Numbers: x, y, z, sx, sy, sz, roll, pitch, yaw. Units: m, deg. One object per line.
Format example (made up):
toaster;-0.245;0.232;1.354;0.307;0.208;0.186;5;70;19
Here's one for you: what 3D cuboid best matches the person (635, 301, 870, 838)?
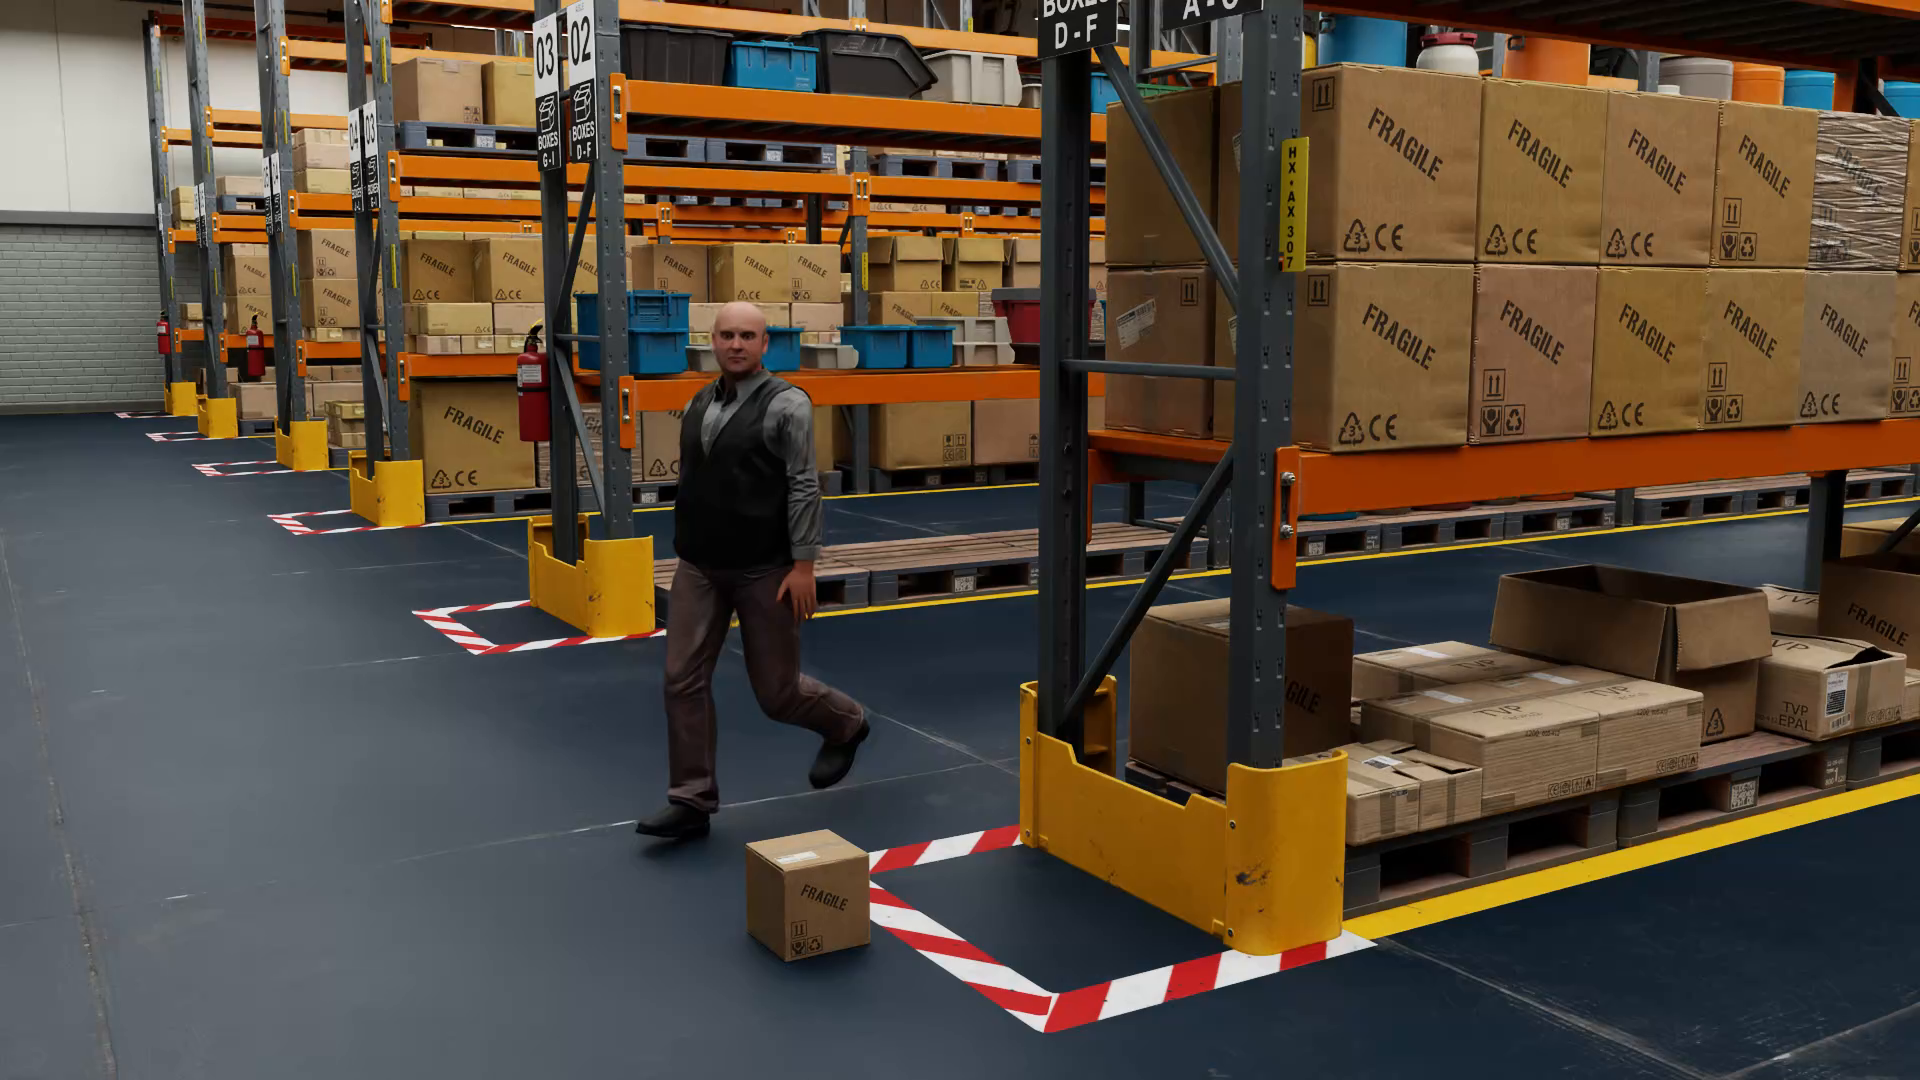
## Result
person;-0.680;0.085;5.375;0.572;1.697;0.906;5;9;31
